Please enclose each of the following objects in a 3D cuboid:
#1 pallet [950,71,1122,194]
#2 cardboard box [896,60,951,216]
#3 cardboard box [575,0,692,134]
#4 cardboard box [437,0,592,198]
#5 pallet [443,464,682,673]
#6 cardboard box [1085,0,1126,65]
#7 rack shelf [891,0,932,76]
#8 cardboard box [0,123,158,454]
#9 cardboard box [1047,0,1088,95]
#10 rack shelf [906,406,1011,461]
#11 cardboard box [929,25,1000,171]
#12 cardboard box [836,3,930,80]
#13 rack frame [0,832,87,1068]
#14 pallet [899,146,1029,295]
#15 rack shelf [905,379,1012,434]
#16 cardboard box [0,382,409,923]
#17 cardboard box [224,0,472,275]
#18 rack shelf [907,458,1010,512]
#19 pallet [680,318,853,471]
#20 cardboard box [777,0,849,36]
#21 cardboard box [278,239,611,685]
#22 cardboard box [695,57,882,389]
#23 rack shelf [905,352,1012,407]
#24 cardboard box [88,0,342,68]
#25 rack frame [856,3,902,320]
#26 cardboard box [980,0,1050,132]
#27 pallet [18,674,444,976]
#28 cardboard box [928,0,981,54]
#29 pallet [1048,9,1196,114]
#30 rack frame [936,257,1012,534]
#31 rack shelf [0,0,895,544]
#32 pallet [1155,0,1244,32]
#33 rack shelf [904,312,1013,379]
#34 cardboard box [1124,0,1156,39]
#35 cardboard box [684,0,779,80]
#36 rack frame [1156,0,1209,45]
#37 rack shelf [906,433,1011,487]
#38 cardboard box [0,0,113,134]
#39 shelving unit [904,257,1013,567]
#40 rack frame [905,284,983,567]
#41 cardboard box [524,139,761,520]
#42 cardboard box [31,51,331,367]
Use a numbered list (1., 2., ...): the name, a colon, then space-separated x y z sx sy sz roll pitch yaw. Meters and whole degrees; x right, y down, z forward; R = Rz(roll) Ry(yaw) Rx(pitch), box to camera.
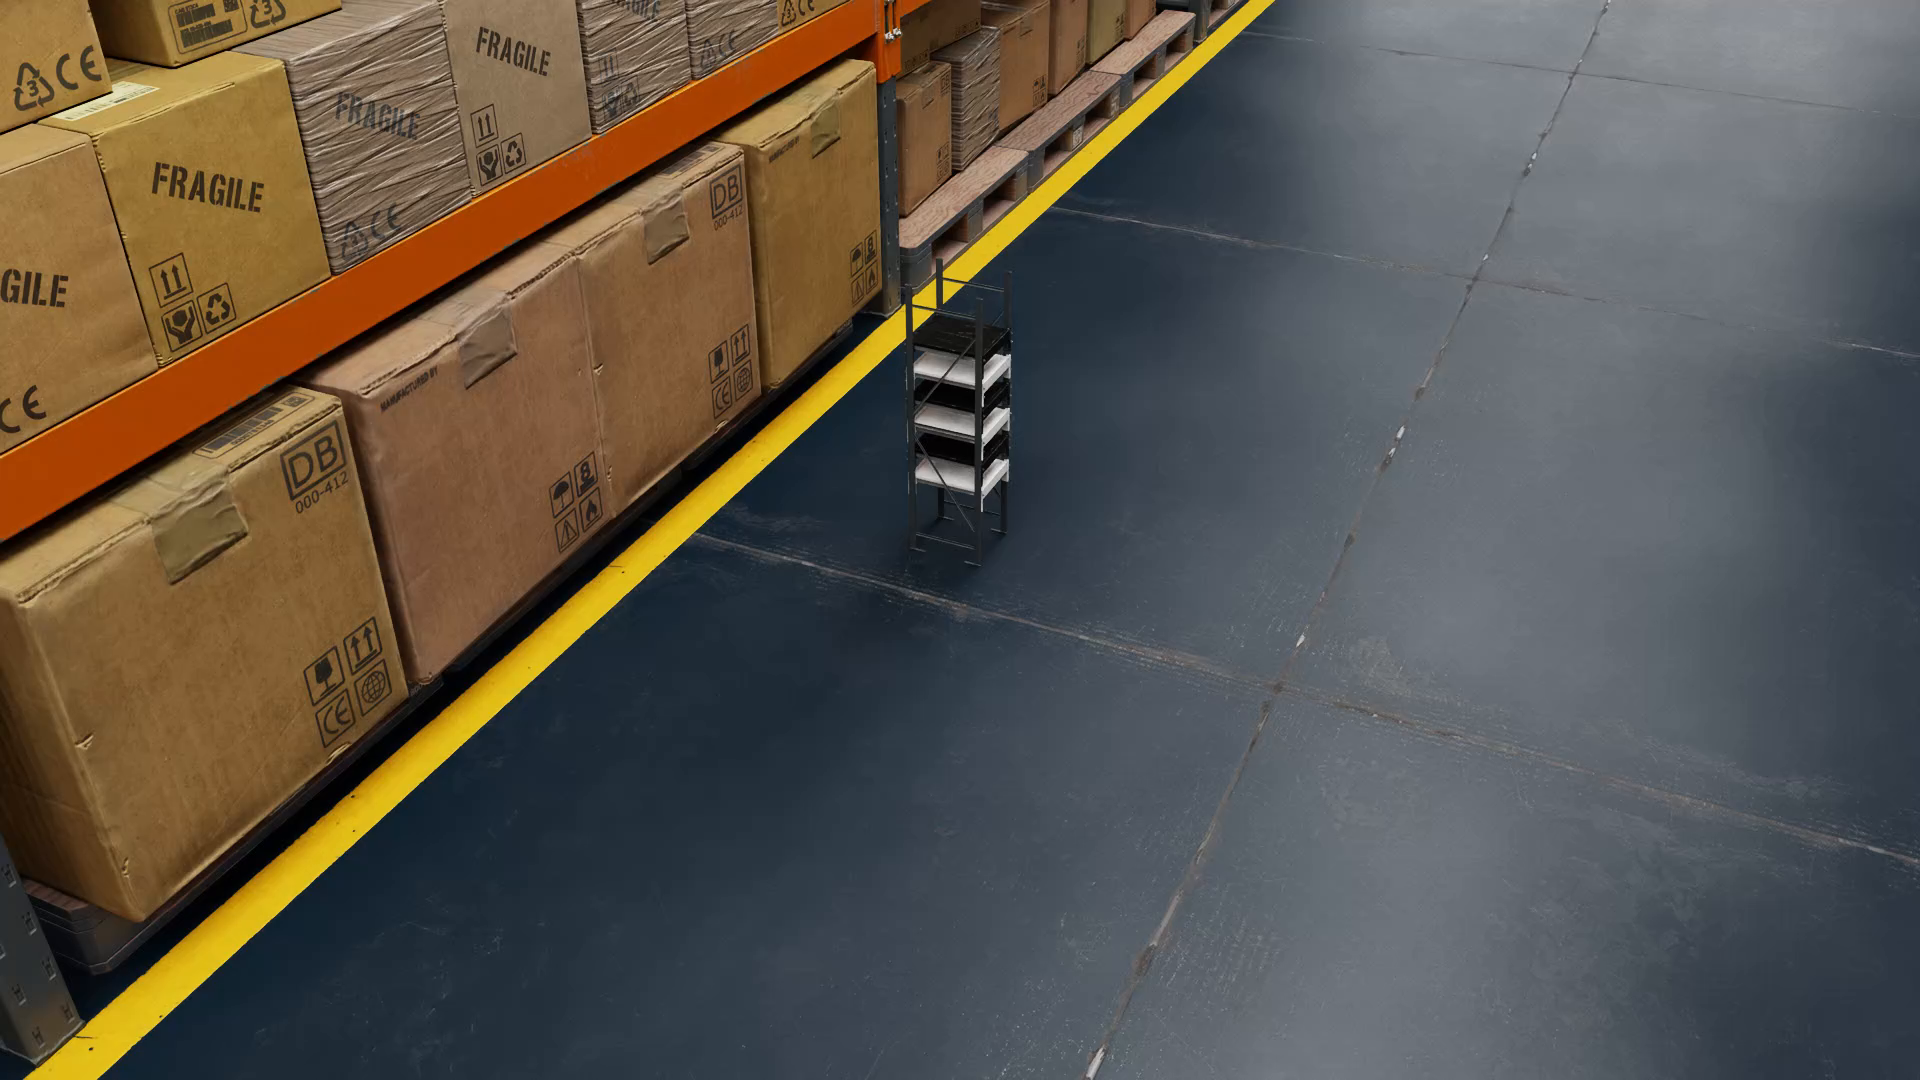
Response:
1. pallet: 0.125 -2.097 8.255 1.003 0.211 1.213 14 36 20
2. cardboard box: -0.453 -1.746 7.055 0.700 0.500 0.500 12 35 18
3. cardboard box: -1.124 -1.502 4.713 0.500 0.500 0.500 13 35 19
4. cardboard box: -1.338 -1.248 4.327 0.500 0.500 0.500 15 36 21
5. pallet: -1.625 -0.122 5.243 1.003 0.211 1.213 14 36 20
6. cardboard box: 0.466 -2.866 8.763 0.700 0.500 0.500 14 36 20
7. rack shelf: 0.122 -2.964 7.691 1.077 0.370 4.000 14 36 20
8. cardboard box: -1.969 -0.490 3.171 0.500 0.500 0.500 14 36 21
9. cardboard box: 0.232 -2.587 8.338 0.700 0.500 0.500 11 35 16
10. rack shelf: -0.003 -0.344 5.015 0.258 0.077 0.200 14 36 20
11. cardboard box: -0.232 -2.025 7.481 0.700 0.500 0.500 11 35 17
12. cardboard box: -0.462 -2.062 6.853 0.500 0.250 0.500 16 36 22
13. rack frame: -2.388 -0.277 2.936 1.000 3.000 0.127 14 36 20
14. pallet: -0.386 -1.492 7.332 1.003 0.211 1.213 14 36 20
15. rack shelf: -0.003 -0.420 4.966 0.258 0.077 0.200 14 36 20
16. cardboard box: -2.139 0.113 3.897 1.225 0.875 0.875 14 36 21
17. cardboard box: -1.549 -0.990 3.933 0.500 0.500 0.500 13 36 19
18. rack shelf: -0.003 -0.194 5.114 0.258 0.077 0.200 14 36 20
19. pallet: -1.113 -0.727 6.167 1.003 0.211 1.213 14 36 20
20. cardboard box: -0.696 -2.008 5.486 0.500 0.500 0.500 15 36 22
21. cardboard box: -1.766 -0.332 4.576 1.225 0.875 0.875 13 35 19
22. cardboard box: -1.022 -1.217 5.925 1.225 0.875 0.875 13 35 18
23. rack shelf: -0.003 -0.495 4.917 0.258 0.077 0.200 14 36 20
24. cardboard box: -1.831 -1.397 3.639 0.797 0.503 0.637 15 36 21
25. rack frame: -0.715 -2.269 5.975 1.000 3.000 0.127 14 36 20
26. cardboard box: -0.001 -2.309 7.914 0.700 0.500 0.500 17 37 24
27. pallet: -2.134 0.488 4.313 1.003 0.211 1.213 14 36 20
28. cardboard box: -0.249 -2.328 7.260 0.500 0.250 0.500 18 37 26
29. pallet: 0.634 -2.707 9.185 1.003 0.211 1.213 14 36 20
30. rack frame: 0.039 -0.423 5.074 0.240 0.900 0.006 14 36 20
31. rack shelf: -1.552 -0.972 4.653 1.077 0.370 4.000 14 36 20
32. pallet: 1.208 -3.437 10.300 1.003 0.211 1.213 14 36 20
33. rack shelf: -0.003 -0.570 4.867 0.258 0.077 0.200 14 36 20
34. cardboard box: 0.682 -3.099 9.119 0.700 0.500 0.500 11 35 17
35. cardboard box: -0.910 -1.761 5.109 0.500 0.500 0.500 14 36 20
36. rack frame: 0.959 -4.261 9.013 1.000 3.000 0.127 14 36 20
37. rack shelf: -0.003 -0.269 5.065 0.258 0.077 0.200 14 36 20
38. cardboard box: -2.129 -1.058 3.122 0.797 0.503 0.637 13 36 19
39. shelving unit: -0.003 -0.372 4.997 0.258 0.900 0.210 14 36 20
40. rack frame: -0.046 -0.322 4.920 0.240 0.900 0.006 14 36 20
41. cardboard box: -1.402 -0.775 5.251 1.225 0.875 0.875 14 36 21
42. cardboard box: -1.759 -0.741 3.553 0.500 0.500 0.500 14 36 21
